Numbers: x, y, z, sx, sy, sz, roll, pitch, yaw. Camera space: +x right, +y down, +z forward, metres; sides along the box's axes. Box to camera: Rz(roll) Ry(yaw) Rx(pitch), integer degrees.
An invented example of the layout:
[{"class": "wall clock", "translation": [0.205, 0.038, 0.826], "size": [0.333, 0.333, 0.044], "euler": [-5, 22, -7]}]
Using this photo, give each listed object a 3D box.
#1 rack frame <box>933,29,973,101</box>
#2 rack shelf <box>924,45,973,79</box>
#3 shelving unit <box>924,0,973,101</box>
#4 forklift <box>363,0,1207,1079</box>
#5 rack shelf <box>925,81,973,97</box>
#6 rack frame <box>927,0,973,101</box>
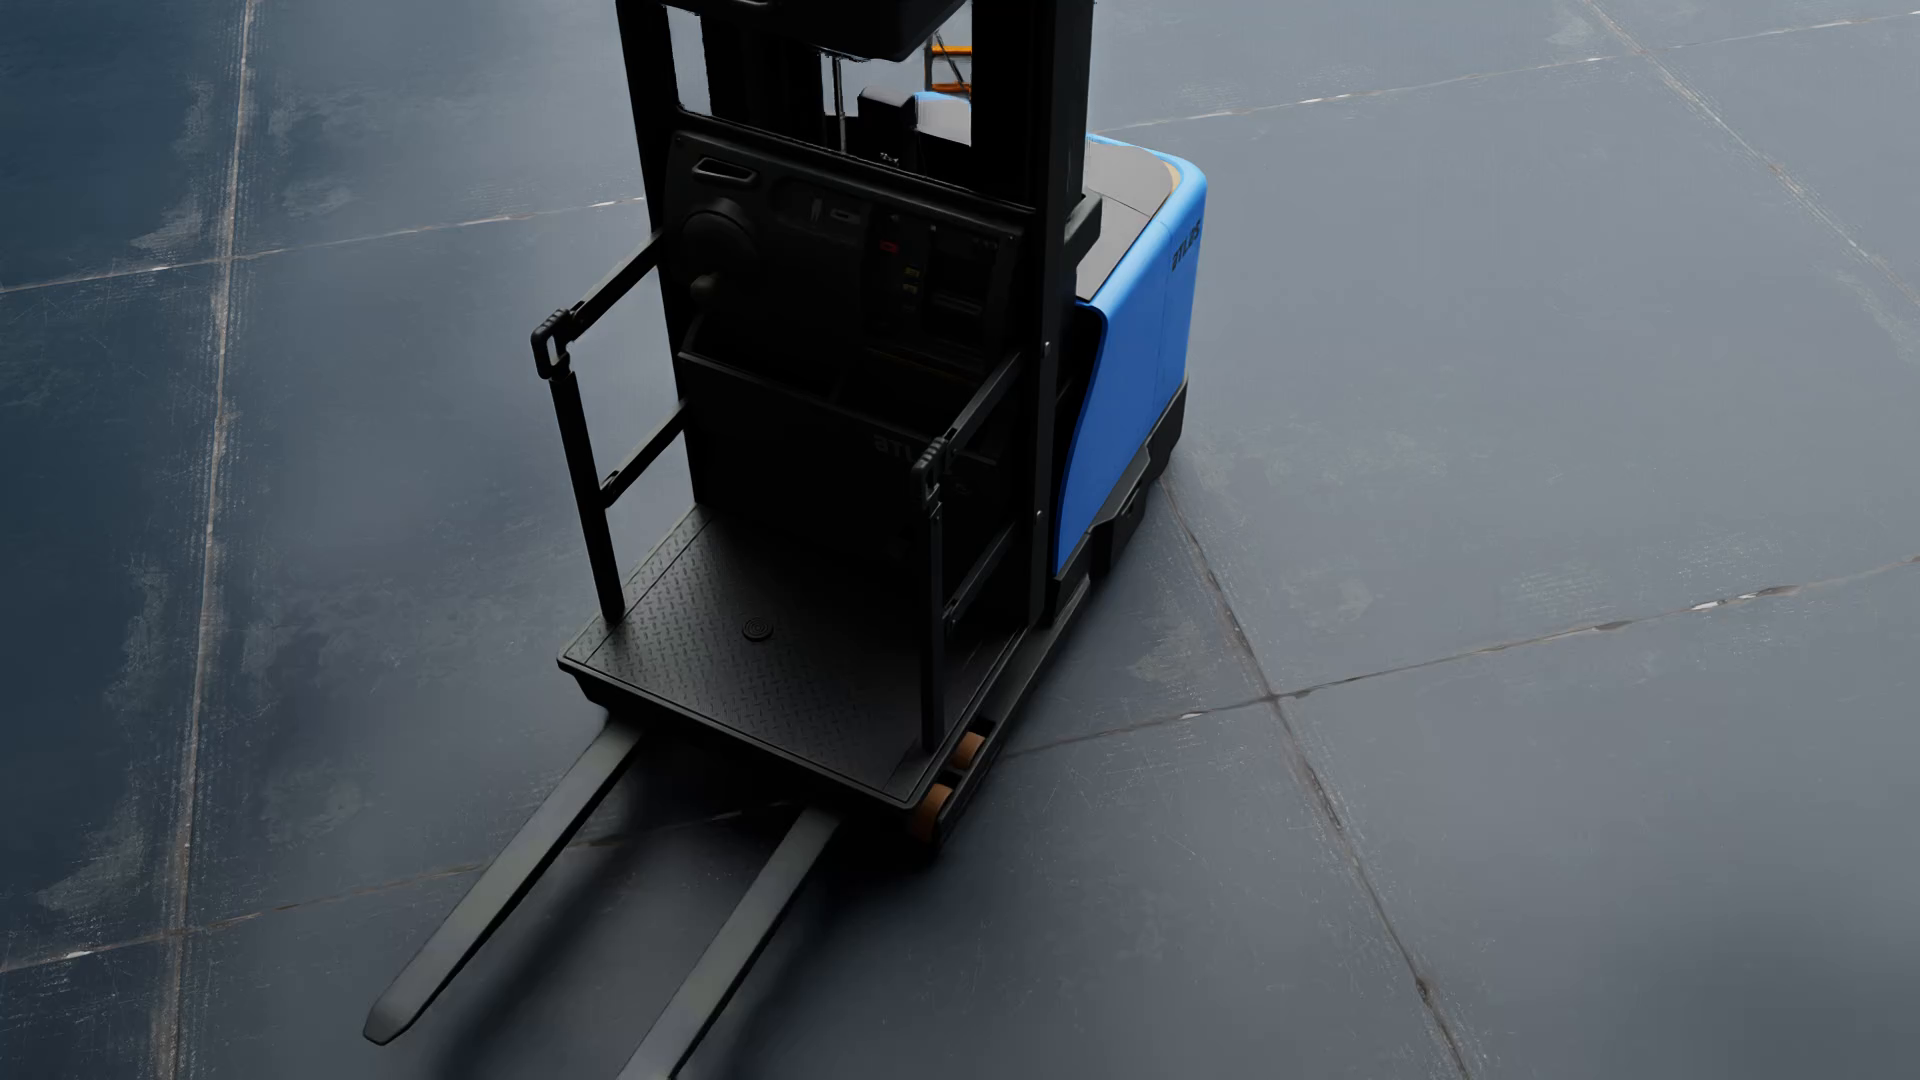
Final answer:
[{"class": "rack frame", "translation": [0.010, -1.357, 5.807], "size": [0.240, 1.200, 0.006], "euler": [0, 22, 0]}, {"class": "rack shelf", "translation": [0.010, -1.616, 5.605], "size": [0.258, 0.103, 0.180], "euler": [0, 22, 0]}, {"class": "shelving unit", "translation": [0.010, -1.323, 5.722], "size": [0.258, 1.200, 0.189], "euler": [0, 22, 0]}, {"class": "forklift", "translation": [-0.388, -0.585, 3.771], "size": [1.130, 2.935, 3.031], "euler": [20, 49, 19]}, {"class": "rack shelf", "translation": [0.010, -1.504, 5.649], "size": [0.258, 0.103, 0.180], "euler": [0, 22, 0]}, {"class": "rack frame", "translation": [0.010, -1.289, 5.637], "size": [0.240, 1.200, 0.006], "euler": [0, 22, 0]}]
